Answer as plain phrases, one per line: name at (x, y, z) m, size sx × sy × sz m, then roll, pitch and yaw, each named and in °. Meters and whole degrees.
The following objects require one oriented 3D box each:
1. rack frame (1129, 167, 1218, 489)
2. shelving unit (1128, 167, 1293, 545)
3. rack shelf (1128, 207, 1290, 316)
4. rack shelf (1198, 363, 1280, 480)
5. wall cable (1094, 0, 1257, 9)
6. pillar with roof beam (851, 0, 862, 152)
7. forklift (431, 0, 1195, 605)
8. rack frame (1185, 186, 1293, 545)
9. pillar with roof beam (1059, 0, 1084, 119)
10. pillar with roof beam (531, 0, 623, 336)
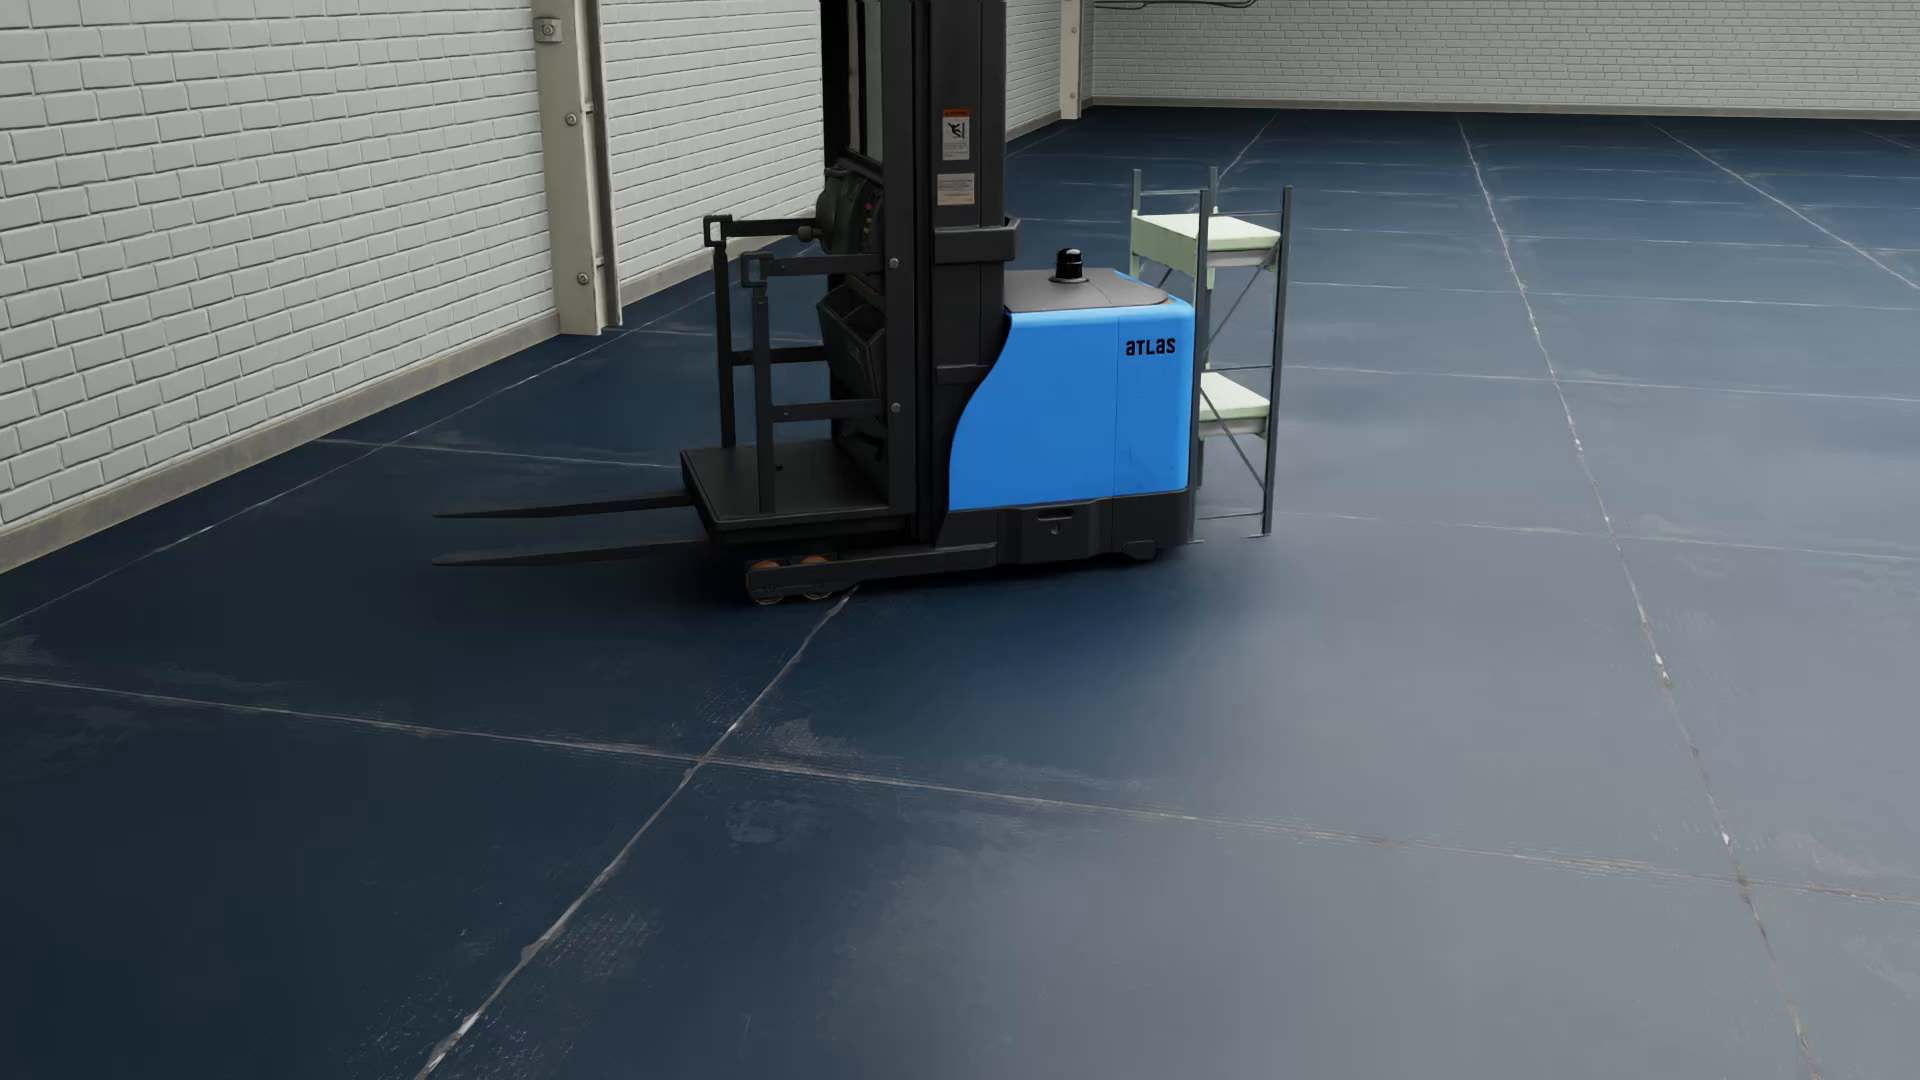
rack frame at (0.955, -0.939, 7.616) m, size 0.400 × 1.500 × 0.023 m, roll -5°, pitch 20°, yaw -15°
shelving unit at (1.056, -0.825, 7.283) m, size 0.431 × 1.500 × 0.755 m, roll -5°, pitch 20°, yaw -15°
rack shelf at (1.056, -1.194, 7.157) m, size 0.431 × 0.370 × 0.720 m, roll -5°, pitch 20°, yaw -15°
rack shelf at (1.056, -0.517, 7.388) m, size 0.431 × 0.370 × 0.720 m, roll -5°, pitch 20°, yaw -15°
wall cable at (3.852, -10.705, 29.411) m, size 3.097 × 2.526 × 0.112 m, roll 5°, pitch 19°, yaw 13°
pillar with roof beam at (3.093, -7.254, 14.504) m, size 9.100 × 9.000 × 0.400 m, roll 5°, pitch 19°, yaw 13°
forklift at (-0.619, -1.326, 6.535) m, size 3.031 × 2.935 × 1.130 m, roll -5°, pitch 20°, yaw -15°
rack frame at (1.158, -0.711, 6.950) m, size 0.400 × 1.500 × 0.023 m, roll -5°, pitch 20°, yaw -15°
pillar with roof beam at (6.025, -11.016, 25.516) m, size 9.100 × 9.000 × 0.400 m, roll 5°, pitch 19°, yaw 13°
pillar with roof beam at (1.627, -5.374, 8.998) m, size 9.100 × 9.000 × 0.400 m, roll 5°, pitch 19°, yaw 13°
